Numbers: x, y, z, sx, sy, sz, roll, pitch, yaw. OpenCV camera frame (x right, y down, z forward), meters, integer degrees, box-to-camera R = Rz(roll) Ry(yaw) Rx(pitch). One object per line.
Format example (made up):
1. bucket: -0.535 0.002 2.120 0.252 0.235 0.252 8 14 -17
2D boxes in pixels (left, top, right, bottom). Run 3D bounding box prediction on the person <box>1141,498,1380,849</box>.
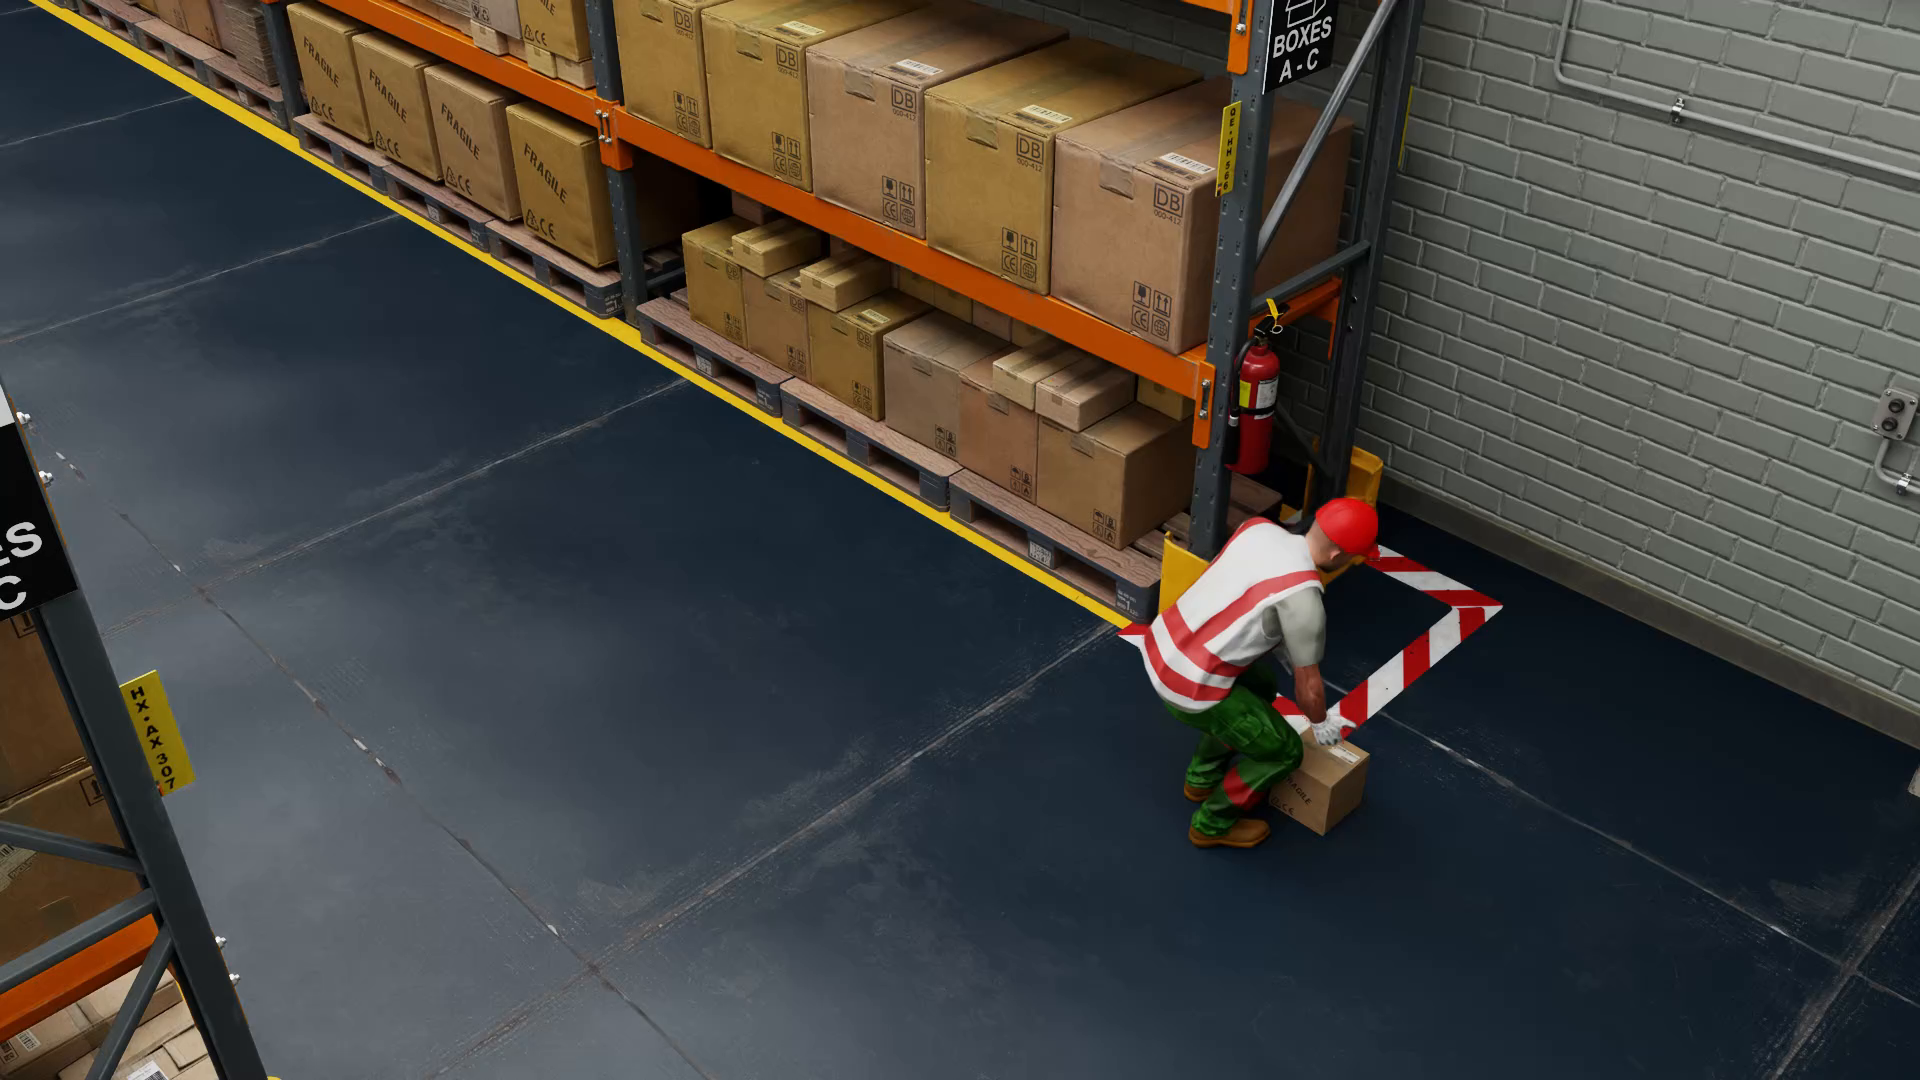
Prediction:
1. person: 1.032 0.444 5.875 0.795 1.351 0.584 -4 35 -6
